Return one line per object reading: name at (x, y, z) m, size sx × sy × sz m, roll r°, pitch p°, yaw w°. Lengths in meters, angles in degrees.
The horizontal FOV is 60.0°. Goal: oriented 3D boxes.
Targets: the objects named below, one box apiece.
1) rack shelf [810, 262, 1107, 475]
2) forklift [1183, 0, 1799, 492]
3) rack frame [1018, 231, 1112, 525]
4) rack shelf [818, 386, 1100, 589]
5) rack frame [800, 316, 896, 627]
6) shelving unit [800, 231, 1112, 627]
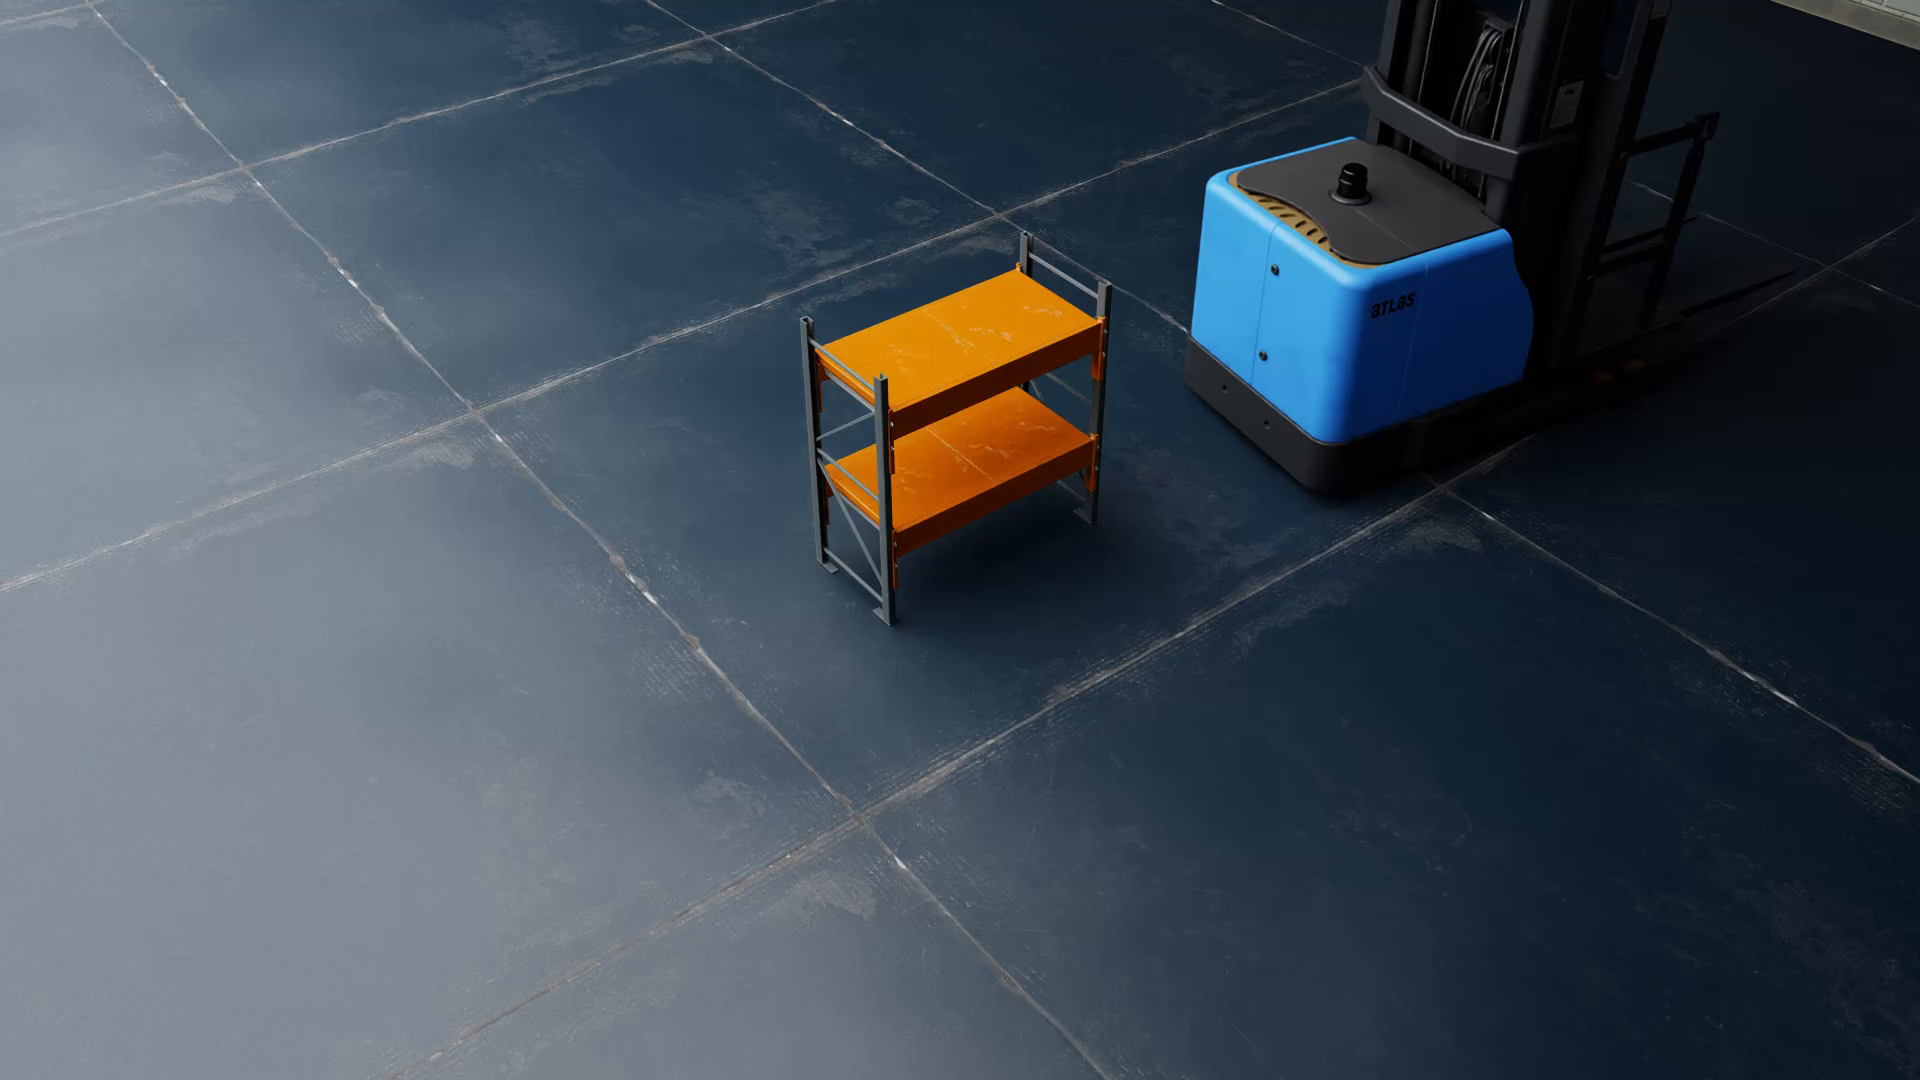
rack shelf at (-0.005, -0.659, 6.204) m, size 1.000 × 0.278 × 0.538 m, roll -26°, pitch 46°, yaw -28°
forklift at (2.553, -2.002, 6.879) m, size 3.031 × 2.935 × 1.130 m, roll -19°, pitch 43°, yaw -22°
rack frame at (0.398, -0.629, 6.630) m, size 0.032 × 1.125 × 0.500 m, roll -26°, pitch 46°, yaw -28°
rack shelf at (-0.005, -0.243, 6.545) m, size 1.000 × 0.278 × 0.538 m, roll -26°, pitch 46°, yaw -28°
rack frame at (-0.408, -0.236, 6.151) m, size 0.032 × 1.125 × 0.500 m, roll -26°, pitch 46°, yaw -28°
shelving unit at (-0.005, -0.432, 6.390) m, size 1.048 × 1.125 × 0.538 m, roll -26°, pitch 46°, yaw -28°
